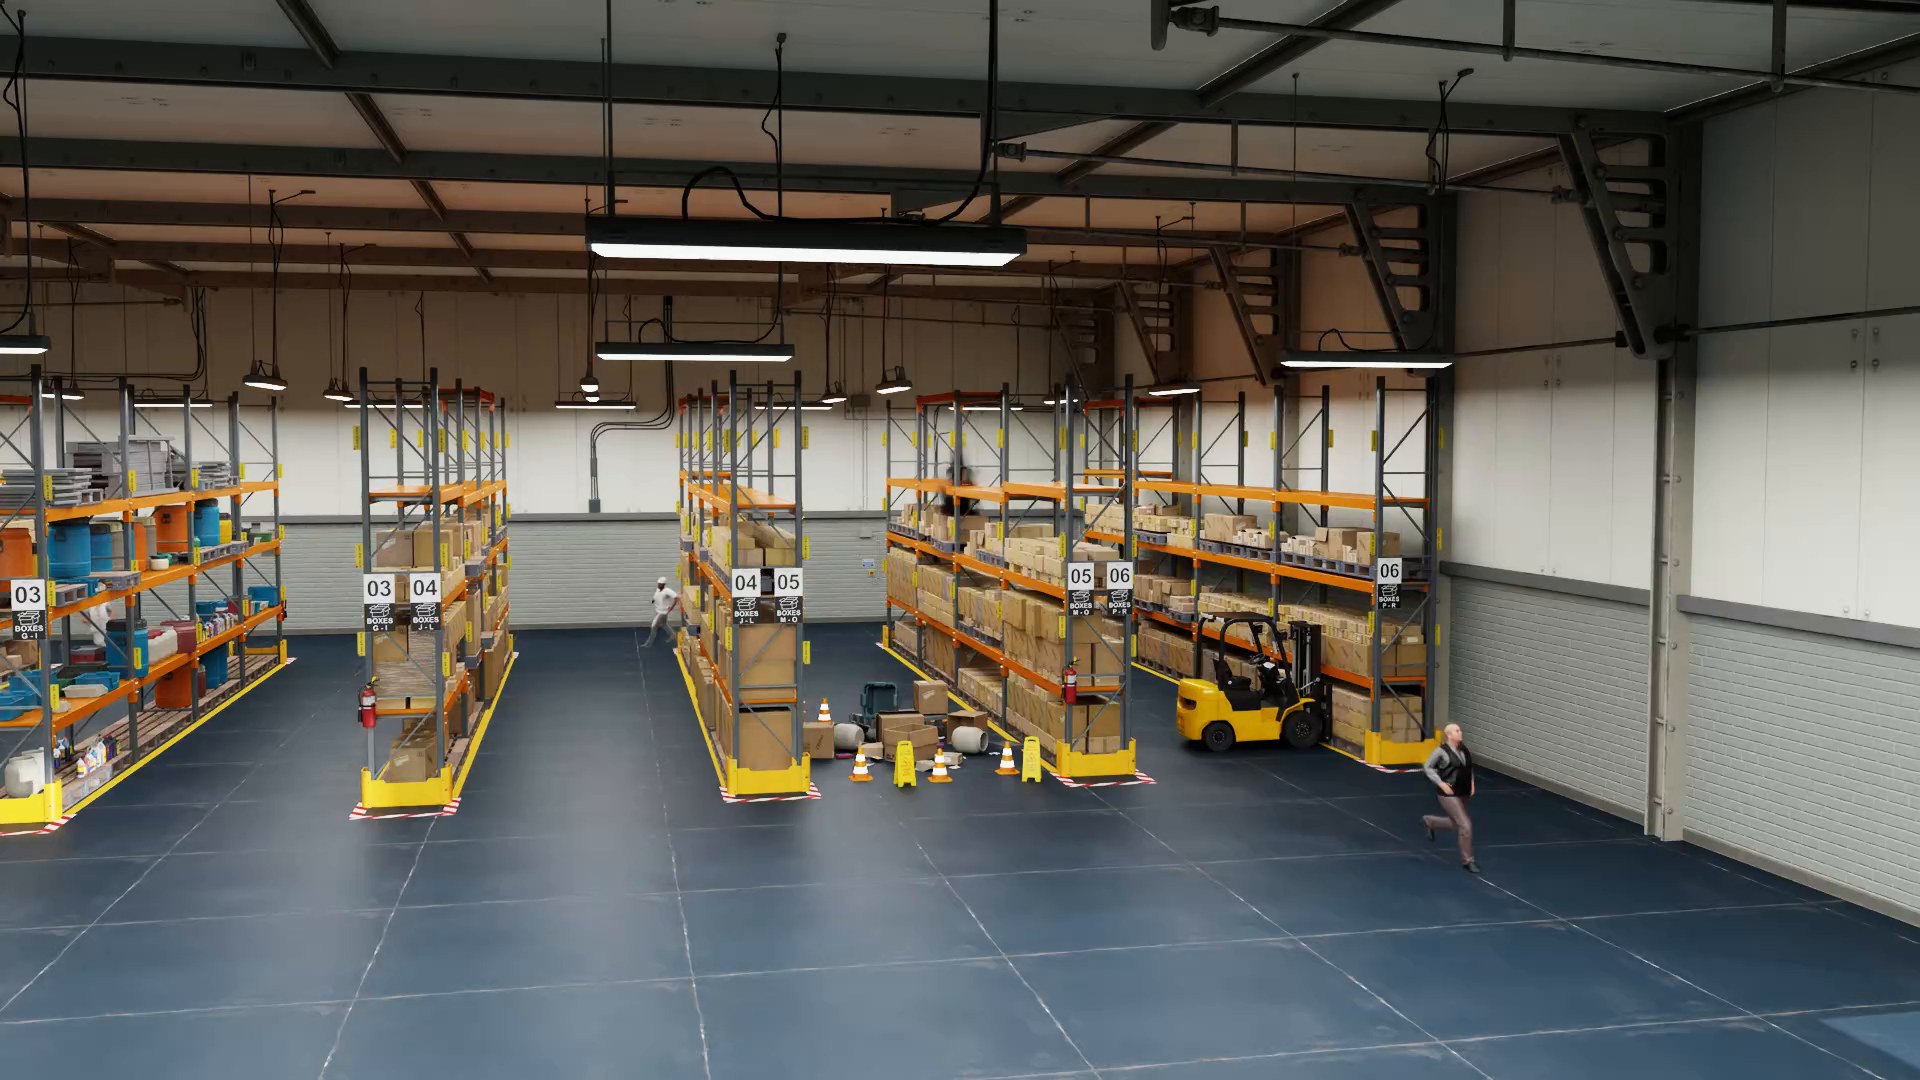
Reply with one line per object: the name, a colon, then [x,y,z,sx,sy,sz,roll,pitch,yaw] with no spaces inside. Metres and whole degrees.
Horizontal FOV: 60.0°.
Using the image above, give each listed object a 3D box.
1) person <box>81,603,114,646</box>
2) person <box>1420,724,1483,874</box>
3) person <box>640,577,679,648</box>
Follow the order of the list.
person: [-18.691,1.980,36.155,0.724,1.761,0.687,-2,4,-27]
person: [5.800,3.013,19.626,0.643,1.706,0.974,-3,4,-37]
person: [-7.213,1.745,40.304,0.977,1.727,0.782,-2,4,-35]
